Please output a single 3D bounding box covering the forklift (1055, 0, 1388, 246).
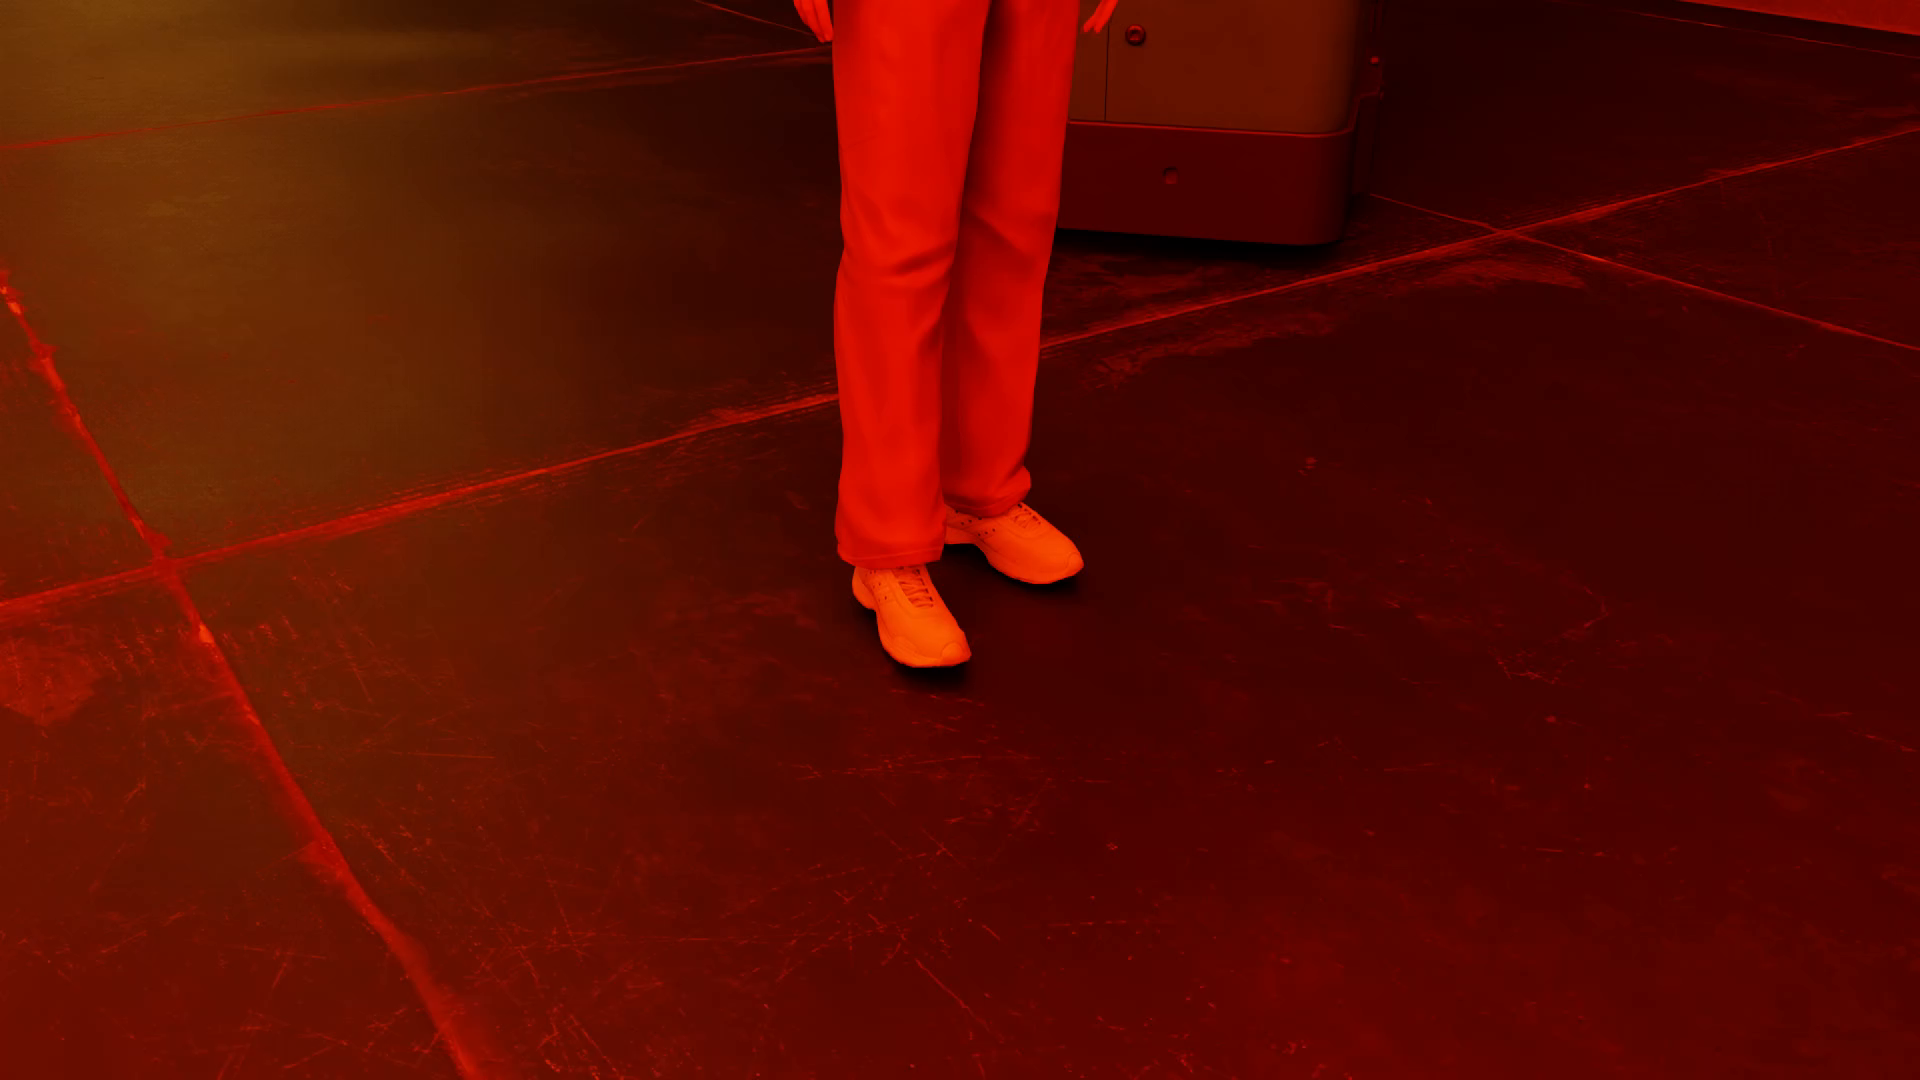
[{"bbox_3d":[0.697,-2.590,4.395,1.130,2.935,3.031,7,27,13],"label":"forklift"}]

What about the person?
[{"bbox_3d":[0.033,-0.725,2.062,0.554,1.676,0.549,-17,31,-31],"label":"person"}]
